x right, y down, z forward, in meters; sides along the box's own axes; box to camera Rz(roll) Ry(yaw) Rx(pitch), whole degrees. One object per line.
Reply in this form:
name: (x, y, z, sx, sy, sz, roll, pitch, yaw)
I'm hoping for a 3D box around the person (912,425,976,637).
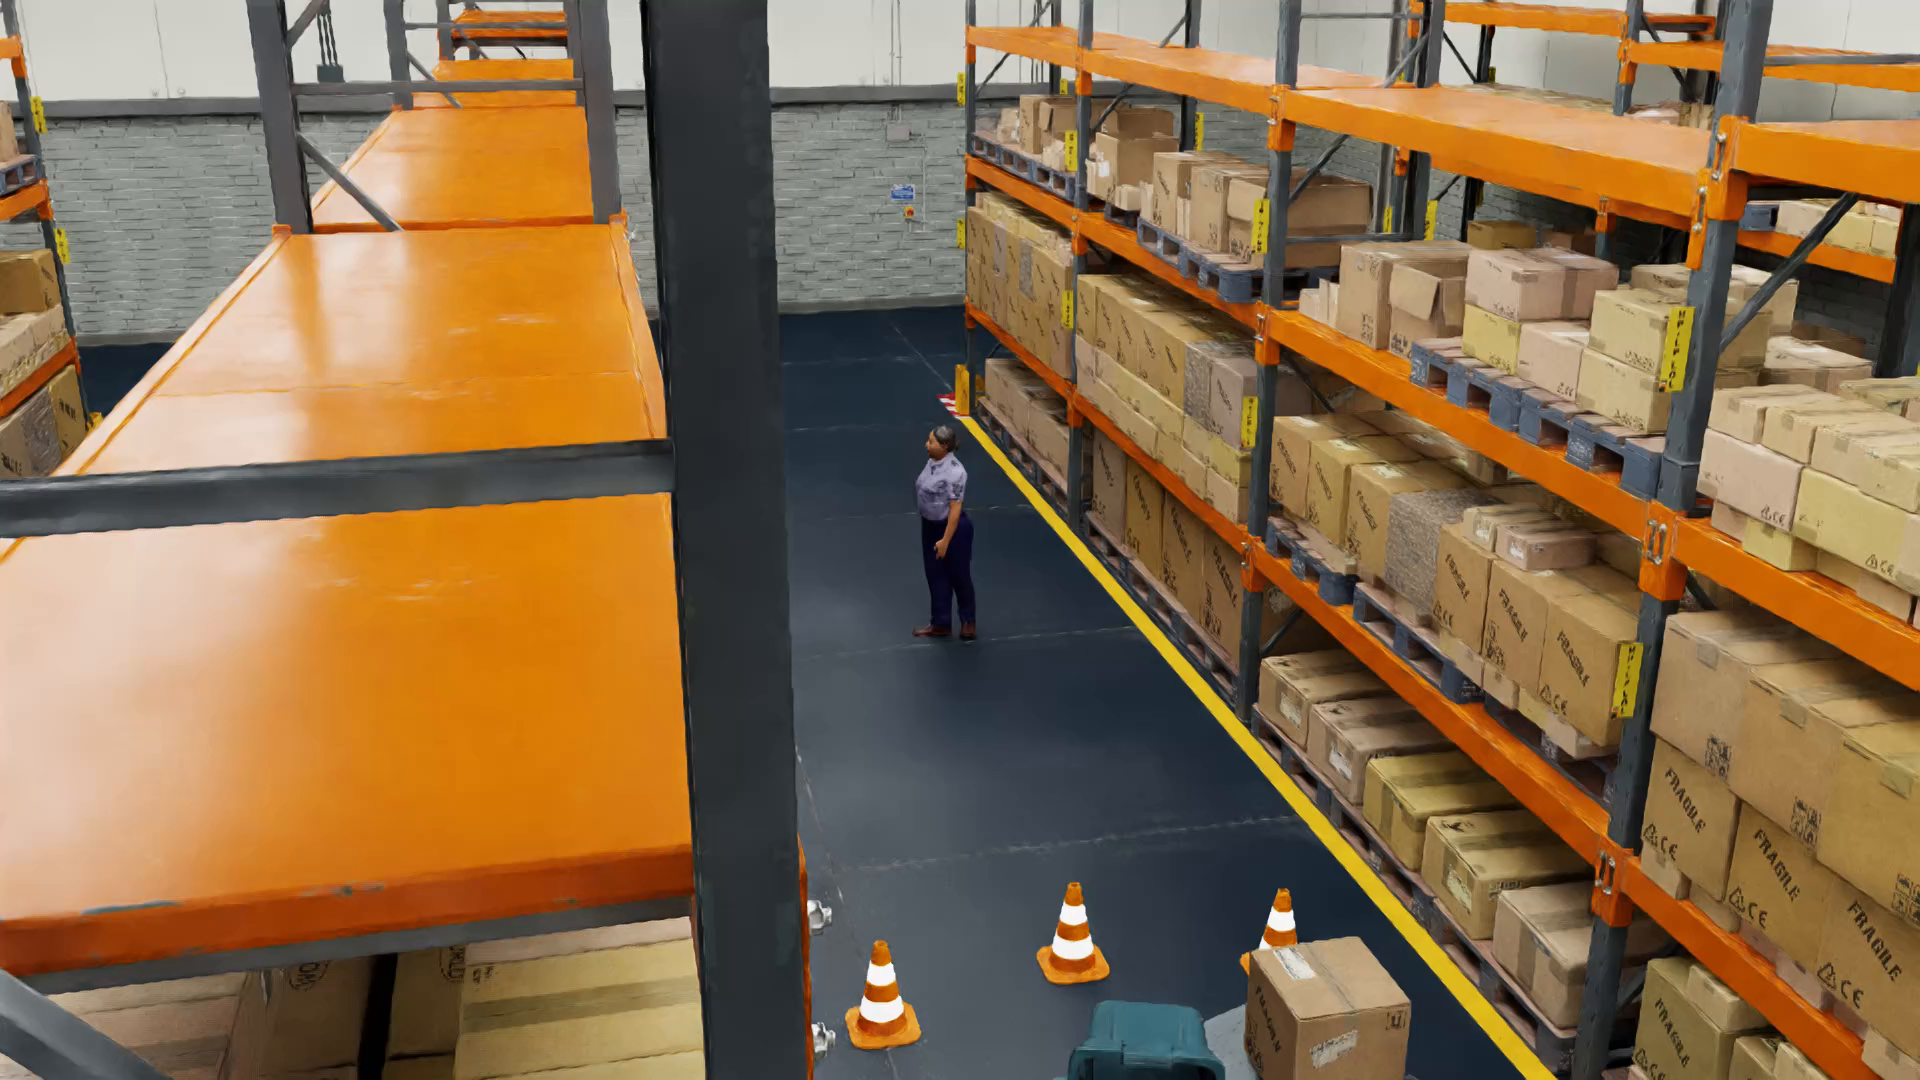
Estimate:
person: (-0.075, -0.059, 12.246, 0.467, 1.654, 0.478, -13, 24, -32)
